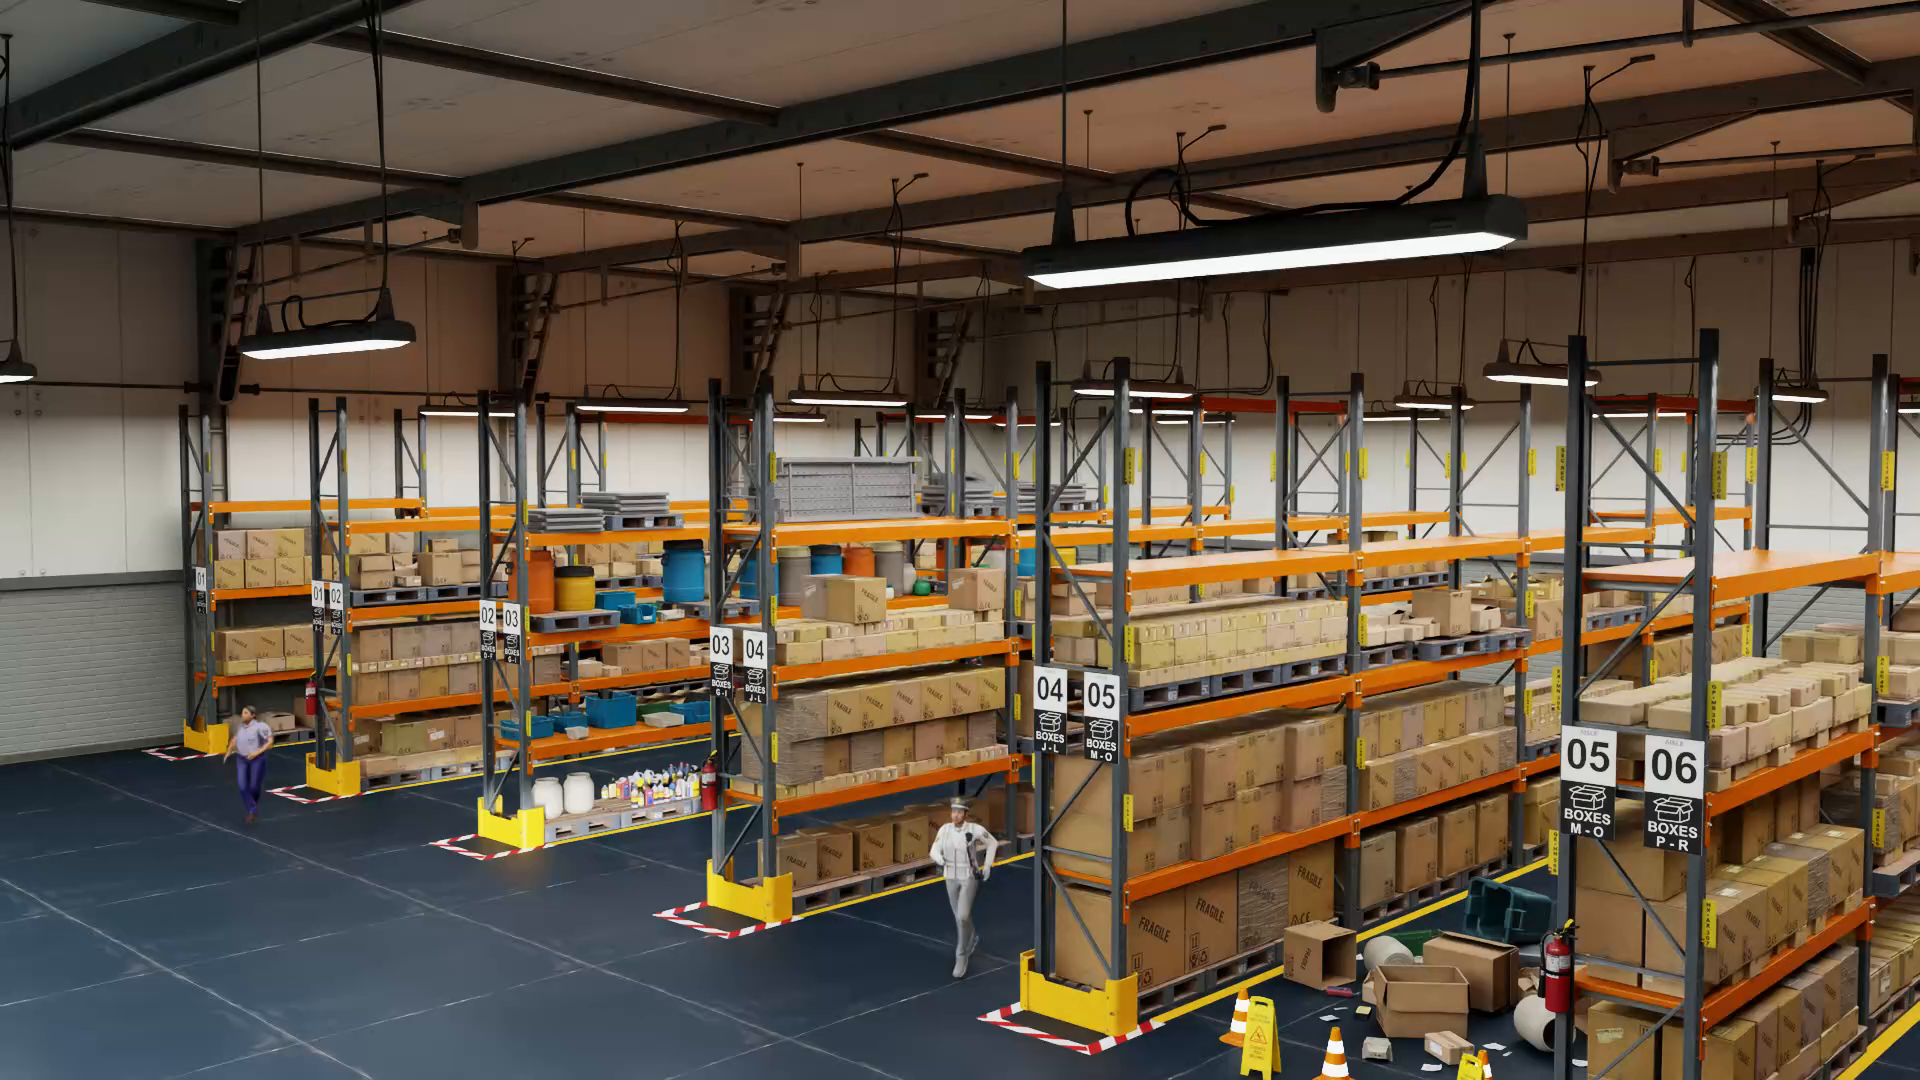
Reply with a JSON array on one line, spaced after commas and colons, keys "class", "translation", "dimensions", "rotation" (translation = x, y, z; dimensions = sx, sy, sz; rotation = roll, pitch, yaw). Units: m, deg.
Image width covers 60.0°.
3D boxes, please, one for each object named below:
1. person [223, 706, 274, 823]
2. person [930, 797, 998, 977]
[{"class": "person", "translation": [-10.014, 3.149, 23.432], "dimensions": [0.700, 1.631, 0.497], "rotation": [0, 3, 1]}, {"class": "person", "translation": [0.018, 3.434, 16.701], "dimensions": [0.602, 1.756, 0.799], "rotation": [1, 3, 26]}]
